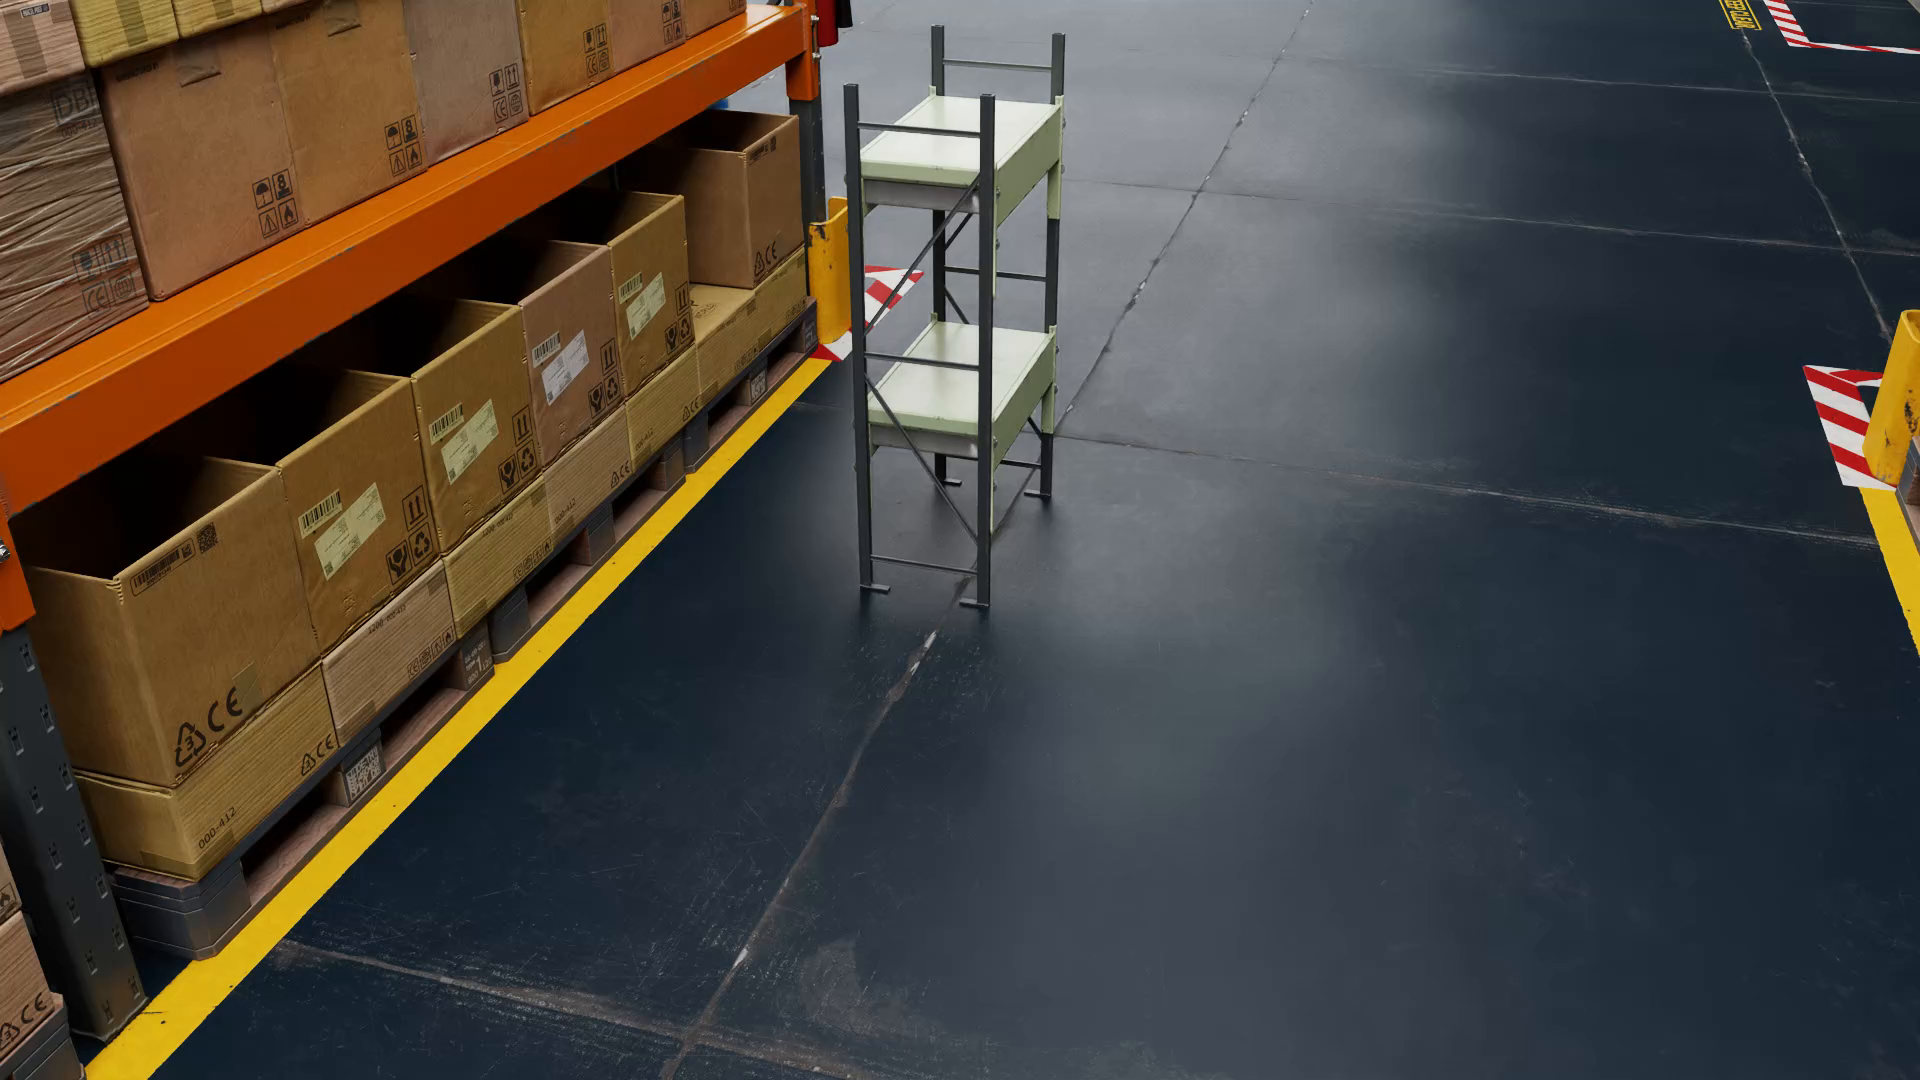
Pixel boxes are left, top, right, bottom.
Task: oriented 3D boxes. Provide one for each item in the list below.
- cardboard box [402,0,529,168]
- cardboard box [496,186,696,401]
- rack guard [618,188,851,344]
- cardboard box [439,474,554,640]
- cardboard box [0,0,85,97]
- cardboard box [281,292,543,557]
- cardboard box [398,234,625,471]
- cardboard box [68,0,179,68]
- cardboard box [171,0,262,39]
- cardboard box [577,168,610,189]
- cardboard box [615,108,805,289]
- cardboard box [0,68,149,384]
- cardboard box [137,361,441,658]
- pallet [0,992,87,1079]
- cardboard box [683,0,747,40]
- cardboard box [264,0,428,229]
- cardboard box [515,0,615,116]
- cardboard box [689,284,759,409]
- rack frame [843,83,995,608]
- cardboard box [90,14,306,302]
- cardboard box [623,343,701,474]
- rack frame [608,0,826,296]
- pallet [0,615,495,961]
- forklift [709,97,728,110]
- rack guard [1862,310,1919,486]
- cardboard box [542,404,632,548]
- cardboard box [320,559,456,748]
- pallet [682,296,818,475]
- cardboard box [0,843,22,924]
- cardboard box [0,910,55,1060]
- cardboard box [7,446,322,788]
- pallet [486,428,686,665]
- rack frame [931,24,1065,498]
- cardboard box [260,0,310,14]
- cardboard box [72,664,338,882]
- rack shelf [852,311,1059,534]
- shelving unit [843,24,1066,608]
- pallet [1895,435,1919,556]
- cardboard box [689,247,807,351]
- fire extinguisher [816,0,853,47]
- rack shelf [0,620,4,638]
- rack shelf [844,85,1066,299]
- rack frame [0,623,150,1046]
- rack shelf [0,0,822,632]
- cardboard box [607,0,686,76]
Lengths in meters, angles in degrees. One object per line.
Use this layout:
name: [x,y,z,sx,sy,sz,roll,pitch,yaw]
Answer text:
cardboard box: [-1.627,-1.346,4.482,0.700,0.500,0.500,9,30,16]
cardboard box: [-1.178,-0.789,5.207,0.500,0.500,0.500,8,30,15]
rack guard: [-1.019,-1.156,6.815,1.175,0.500,0.348,8,30,15]
cardboard box: [-1.471,0.004,4.554,0.500,0.250,0.500,8,30,15]
cardboard box: [-1.863,-0.920,3.048,0.380,0.149,0.250,9,30,16]
cardboard box: [-1.471,-0.324,4.372,0.500,0.500,0.500,8,30,15]
cardboard box: [-1.326,-0.557,4.790,0.500,0.500,0.500,8,30,15]
cardboard box: [-1.788,-1.040,3.264,0.380,0.149,0.250,8,30,14]
cardboard box: [-1.713,-1.162,3.483,0.380,0.149,0.250,8,30,14]
cardboard box: [-1.541,-1.097,5.762,0.500,0.500,0.500,8,30,15]
cardboard box: [-0.899,-1.256,6.047,0.500,0.500,0.500,8,30,15]
cardboard box: [-2.076,-0.630,3.193,0.700,0.500,0.500,8,30,14]
cardboard box: [-1.625,-0.093,3.956,0.500,0.500,0.500,8,30,15]
pallet: [-2.379,1.188,2.898,1.003,0.211,1.213,8,30,15]
cardboard box: [-1.175,-2.066,5.776,0.700,0.500,0.500,9,30,15]
cardboard box: [-1.776,-1.108,4.054,0.700,0.500,0.500,9,30,16]
cardboard box: [-1.476,-1.592,4.923,0.700,0.500,0.500,9,30,15]
cardboard box: [-1.036,-0.694,5.809,0.500,0.250,0.500,8,30,15]
rack frame: [-0.105,-0.488,4.585,0.400,1.500,0.023,8,30,15]
cardboard box: [-1.927,-0.876,3.636,0.700,0.500,0.500,8,30,14]
cardboard box: [-1.181,-0.461,5.390,0.500,0.250,0.500,8,30,15]
rack frame: [-1.026,-2.238,6.187,1.000,3.000,0.127,8,30,15]
pallet: [-1.927,0.476,4.177,1.003,0.211,1.213,8,30,15]
forklift: [-2.548,-2.486,6.703,3.031,2.935,1.130,-17,33,-27]
rack guard: [3.688,-0.405,5.463,1.175,0.500,0.348,8,30,15]
cardboard box: [-1.330,-0.229,4.973,0.500,0.250,0.500,8,30,15]
cardboard box: [-1.623,0.235,4.138,0.500,0.250,0.500,8,30,15]
pallet: [-1.210,-0.658,6.215,1.003,0.211,1.213,8,30,15]
cardboard box: [-2.045,0.623,2.863,0.500,0.311,0.500,8,30,15]
cardboard box: [-2.045,0.873,2.991,0.500,0.250,0.500,8,30,14]
cardboard box: [-1.765,0.141,3.536,0.500,0.500,0.500,8,30,15]
pallet: [-1.570,-0.093,5.199,1.003,0.211,1.213,8,30,15]
rack frame: [0.109,-0.829,5.197,0.400,1.500,0.023,8,30,15]
cardboard box: [-1.637,-1.278,3.692,0.380,0.149,0.250,7,30,13]
cardboard box: [-1.774,0.467,3.721,0.500,0.250,0.500,8,30,15]
rack shelf: [0.002,-0.374,5.049,0.431,0.370,0.720,8,30,15]
shelving unit: [0.002,-0.659,4.891,0.431,1.500,0.755,8,30,15]
pallet: [3.416,0.094,4.864,1.003,0.211,1.213,8,30,15]
cardboard box: [-0.901,-0.928,6.229,0.500,0.250,0.500,8,30,15]
fire extinguisher: [-0.547,-2.192,6.185,0.296,0.674,0.183,8,30,15]
rack shelf: [-2.787,0.865,1.349,1.077,0.370,4.000,8,30,15]
rack shelf: [0.002,-1.000,4.701,0.431,0.370,0.720,8,30,15]
rack frame: [-2.200,-0.379,2.845,1.000,3.000,0.127,8,30,15]
rack shelf: [-1.613,-0.994,4.691,1.077,0.370,4.000,8,30,15]
cardboard box: [-1.325,-1.821,5.336,0.700,0.500,0.500,9,30,16]
